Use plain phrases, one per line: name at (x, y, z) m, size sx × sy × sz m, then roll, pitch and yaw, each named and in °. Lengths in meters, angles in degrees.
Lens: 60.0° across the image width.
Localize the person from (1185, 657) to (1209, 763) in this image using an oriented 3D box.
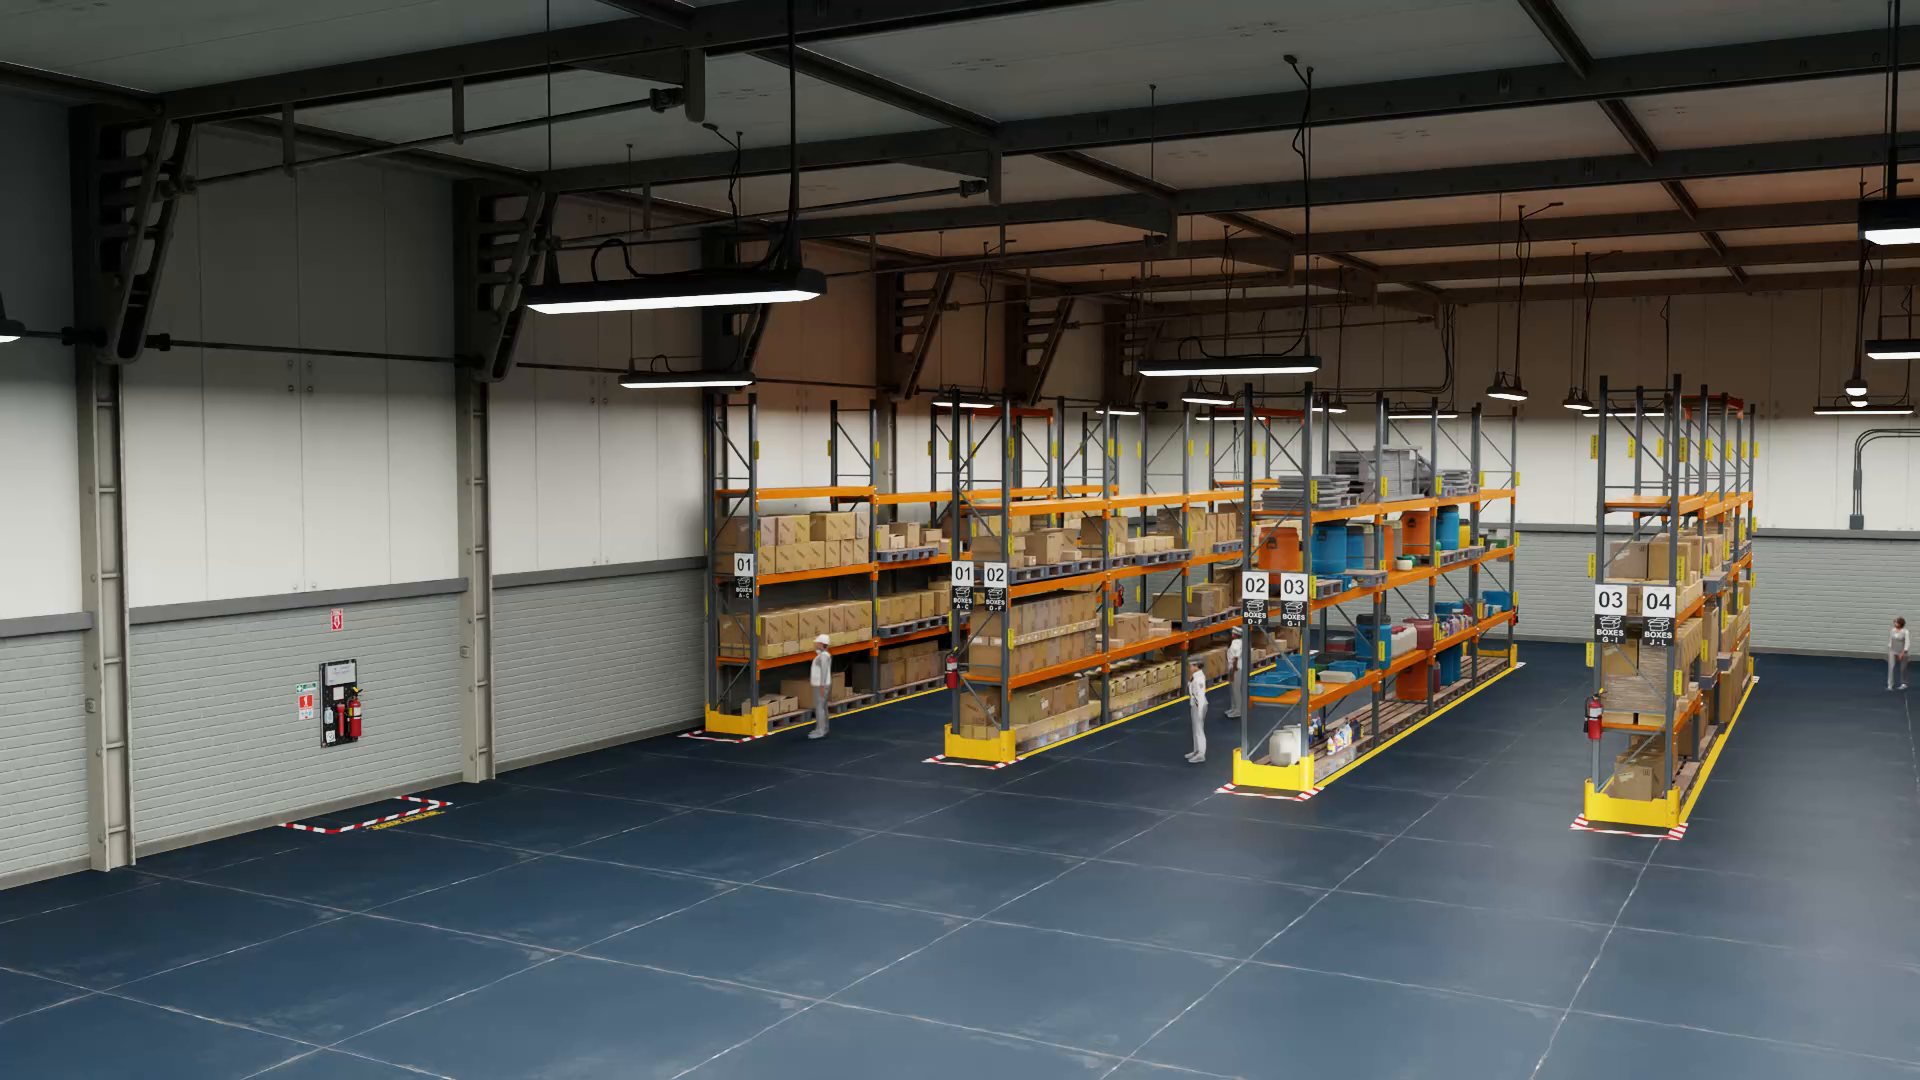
person at (3.822, 2.721, 26.827) m, size 0.365 × 1.666 × 0.551 m, roll 0°, pitch 3°, yaw 4°

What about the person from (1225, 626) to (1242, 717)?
person at (5.170, 2.459, 31.297) m, size 0.382 × 1.701 × 0.480 m, roll 0°, pitch 3°, yaw 1°

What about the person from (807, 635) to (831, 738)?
person at (-2.471, 2.548, 29.084) m, size 0.419 × 1.793 × 0.565 m, roll 0°, pitch 3°, yaw -3°

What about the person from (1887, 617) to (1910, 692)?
person at (19.395, 2.357, 34.375) m, size 0.408 × 1.535 × 0.953 m, roll 2°, pitch 4°, yaw 33°
